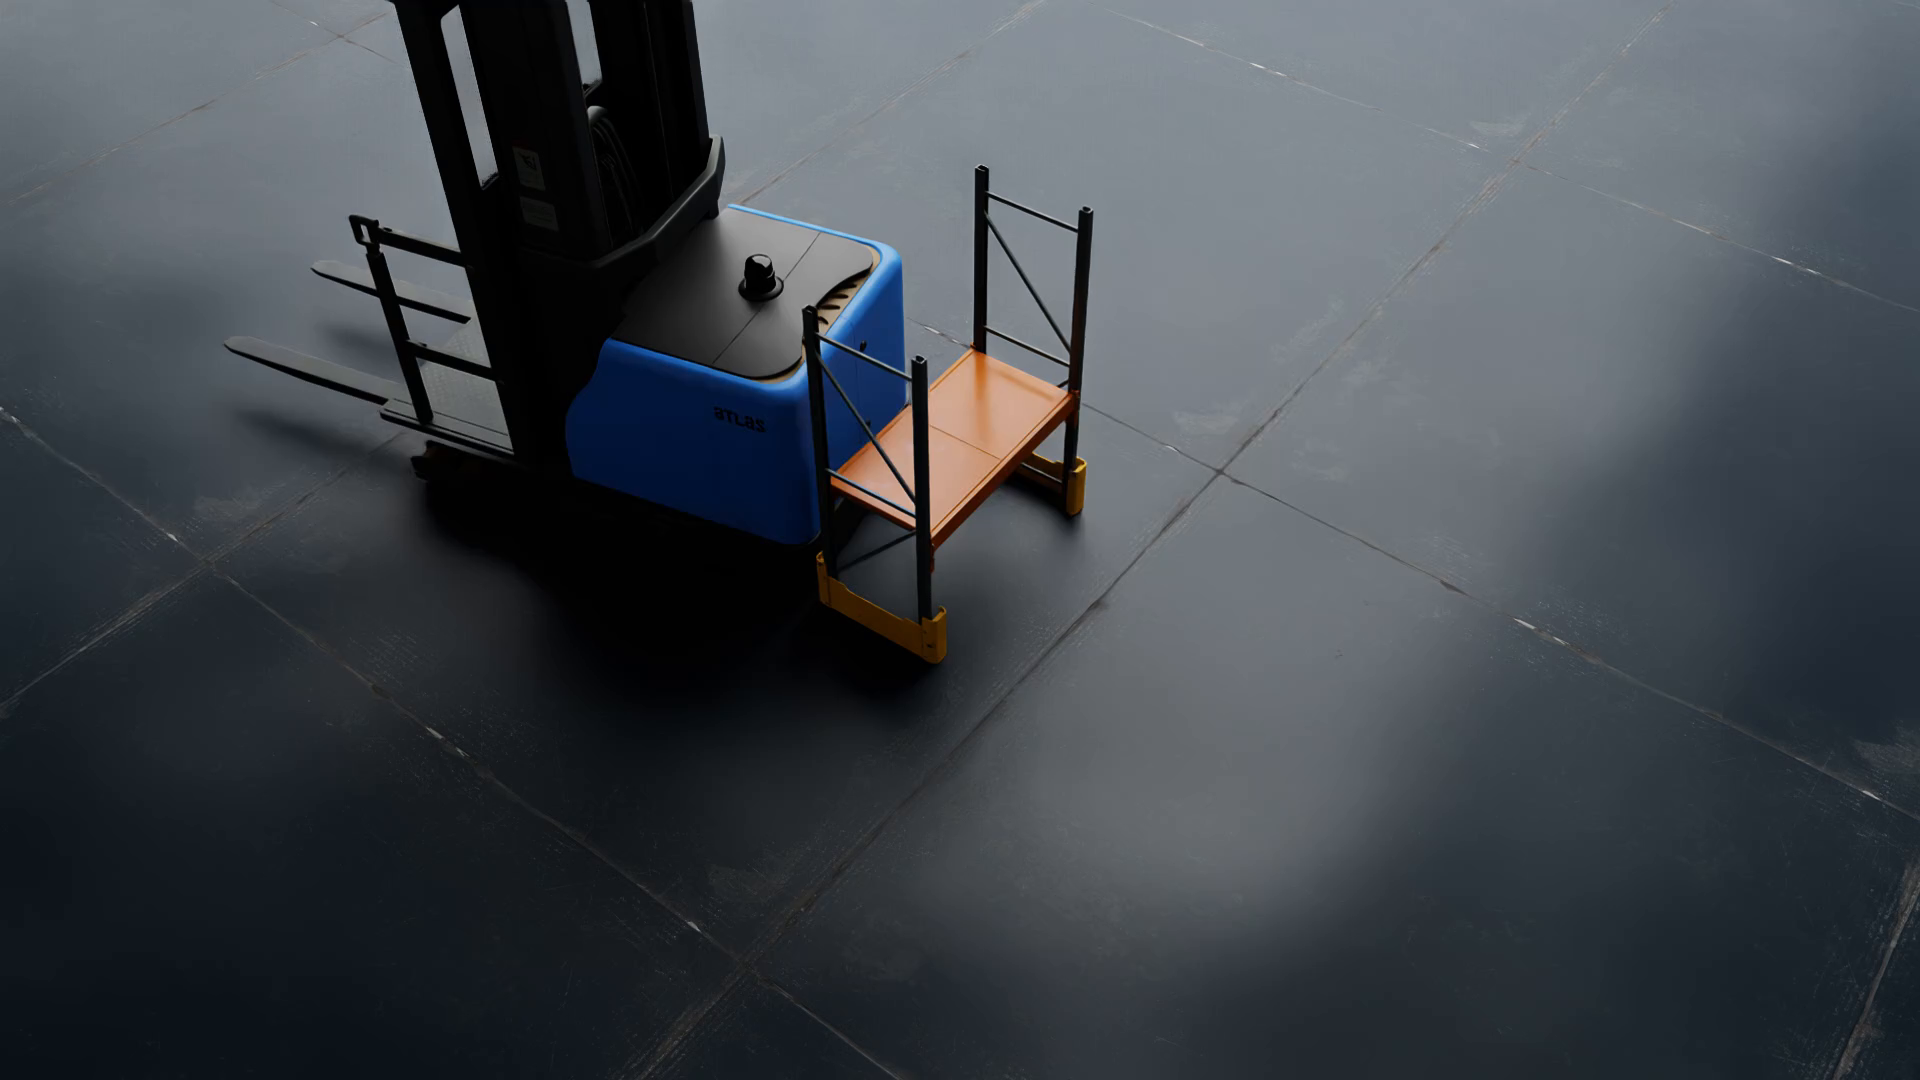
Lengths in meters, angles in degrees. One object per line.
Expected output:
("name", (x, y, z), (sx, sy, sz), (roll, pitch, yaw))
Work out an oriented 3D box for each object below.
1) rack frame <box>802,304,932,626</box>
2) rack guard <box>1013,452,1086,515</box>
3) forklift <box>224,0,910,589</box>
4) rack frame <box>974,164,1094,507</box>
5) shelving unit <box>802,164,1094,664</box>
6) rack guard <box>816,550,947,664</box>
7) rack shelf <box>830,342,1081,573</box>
("rack frame", (-0.319, -0.165, 6.035), (0.500, 1.500, 0.032), (27, 52, 23))
("rack guard", (0.267, -0.333, 7.060), (0.587, 0.250, 0.087), (27, 52, 23))
("forklift", (-1.779, -1.524, 6.343), (3.031, 2.935, 1.130), (17, 49, 16))
("rack frame", (0.268, -0.765, 6.609), (0.500, 1.500, 0.032), (27, 52, 23))
("shelving unit", (-0.021, -0.471, 6.327), (0.587, 1.500, 1.083), (27, 52, 23))
("rack guard", (-0.308, 0.255, 6.498), (0.587, 0.250, 0.087), (27, 52, 23))
("rack shelf", (-0.026, -0.341, 6.452), (0.538, 0.185, 1.000), (27, 52, 23))
